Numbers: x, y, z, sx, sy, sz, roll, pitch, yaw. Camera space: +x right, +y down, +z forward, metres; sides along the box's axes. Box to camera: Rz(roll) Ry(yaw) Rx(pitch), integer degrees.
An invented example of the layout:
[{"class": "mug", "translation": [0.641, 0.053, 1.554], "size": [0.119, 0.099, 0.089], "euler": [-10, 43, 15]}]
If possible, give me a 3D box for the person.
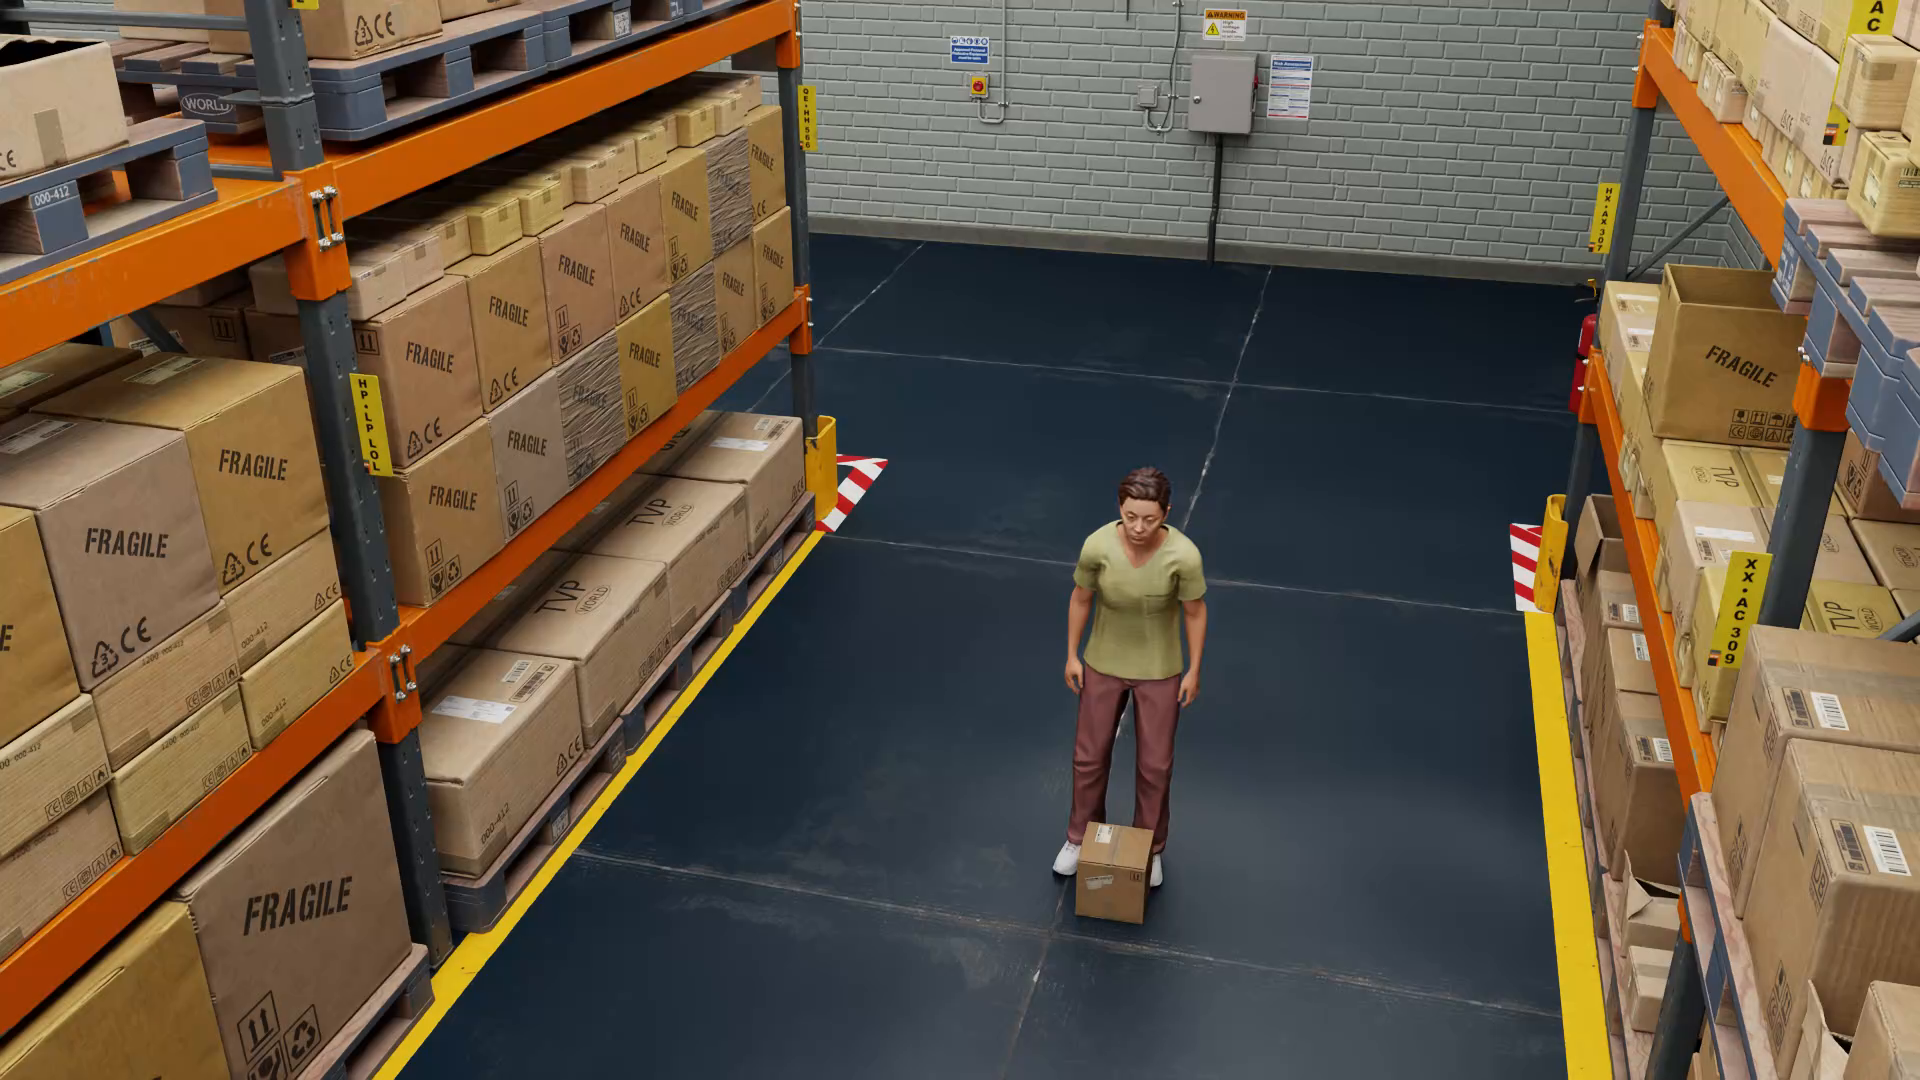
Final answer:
[{"class": "person", "translation": [0.632, 0.488, 6.084], "size": [0.503, 1.672, 0.352], "euler": [6, 26, 12]}]
